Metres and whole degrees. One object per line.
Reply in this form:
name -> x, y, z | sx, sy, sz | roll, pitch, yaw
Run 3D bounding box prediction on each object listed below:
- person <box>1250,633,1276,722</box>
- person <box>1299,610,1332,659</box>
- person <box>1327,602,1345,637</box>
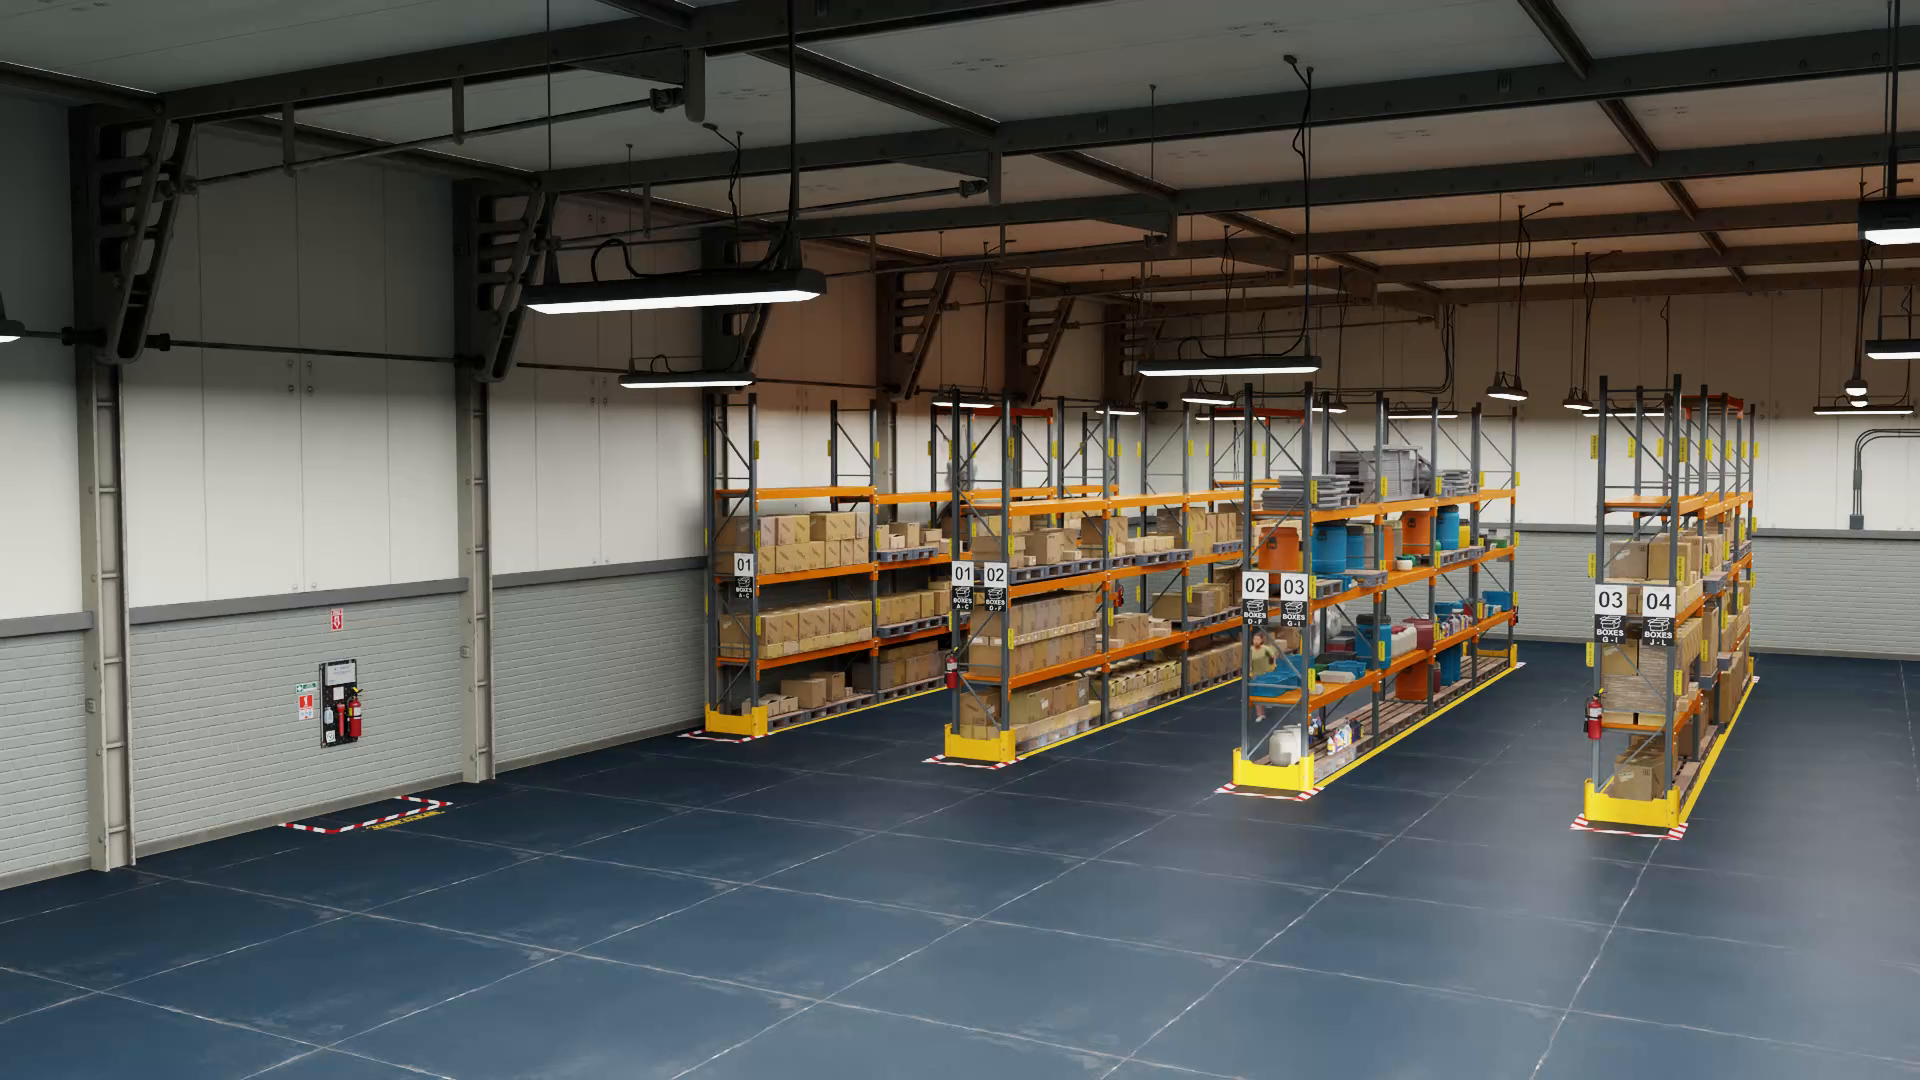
person -> 5.613, 2.538, 30.996 | 0.595, 1.648, 0.807 | 1, 3, 23
person -> 7.790, 2.202, 36.612 | 0.741, 1.743, 1.067 | 1, 3, 17
person -> 9.356, 1.970, 41.539 | 0.598, 1.630, 0.684 | 0, 3, -5
